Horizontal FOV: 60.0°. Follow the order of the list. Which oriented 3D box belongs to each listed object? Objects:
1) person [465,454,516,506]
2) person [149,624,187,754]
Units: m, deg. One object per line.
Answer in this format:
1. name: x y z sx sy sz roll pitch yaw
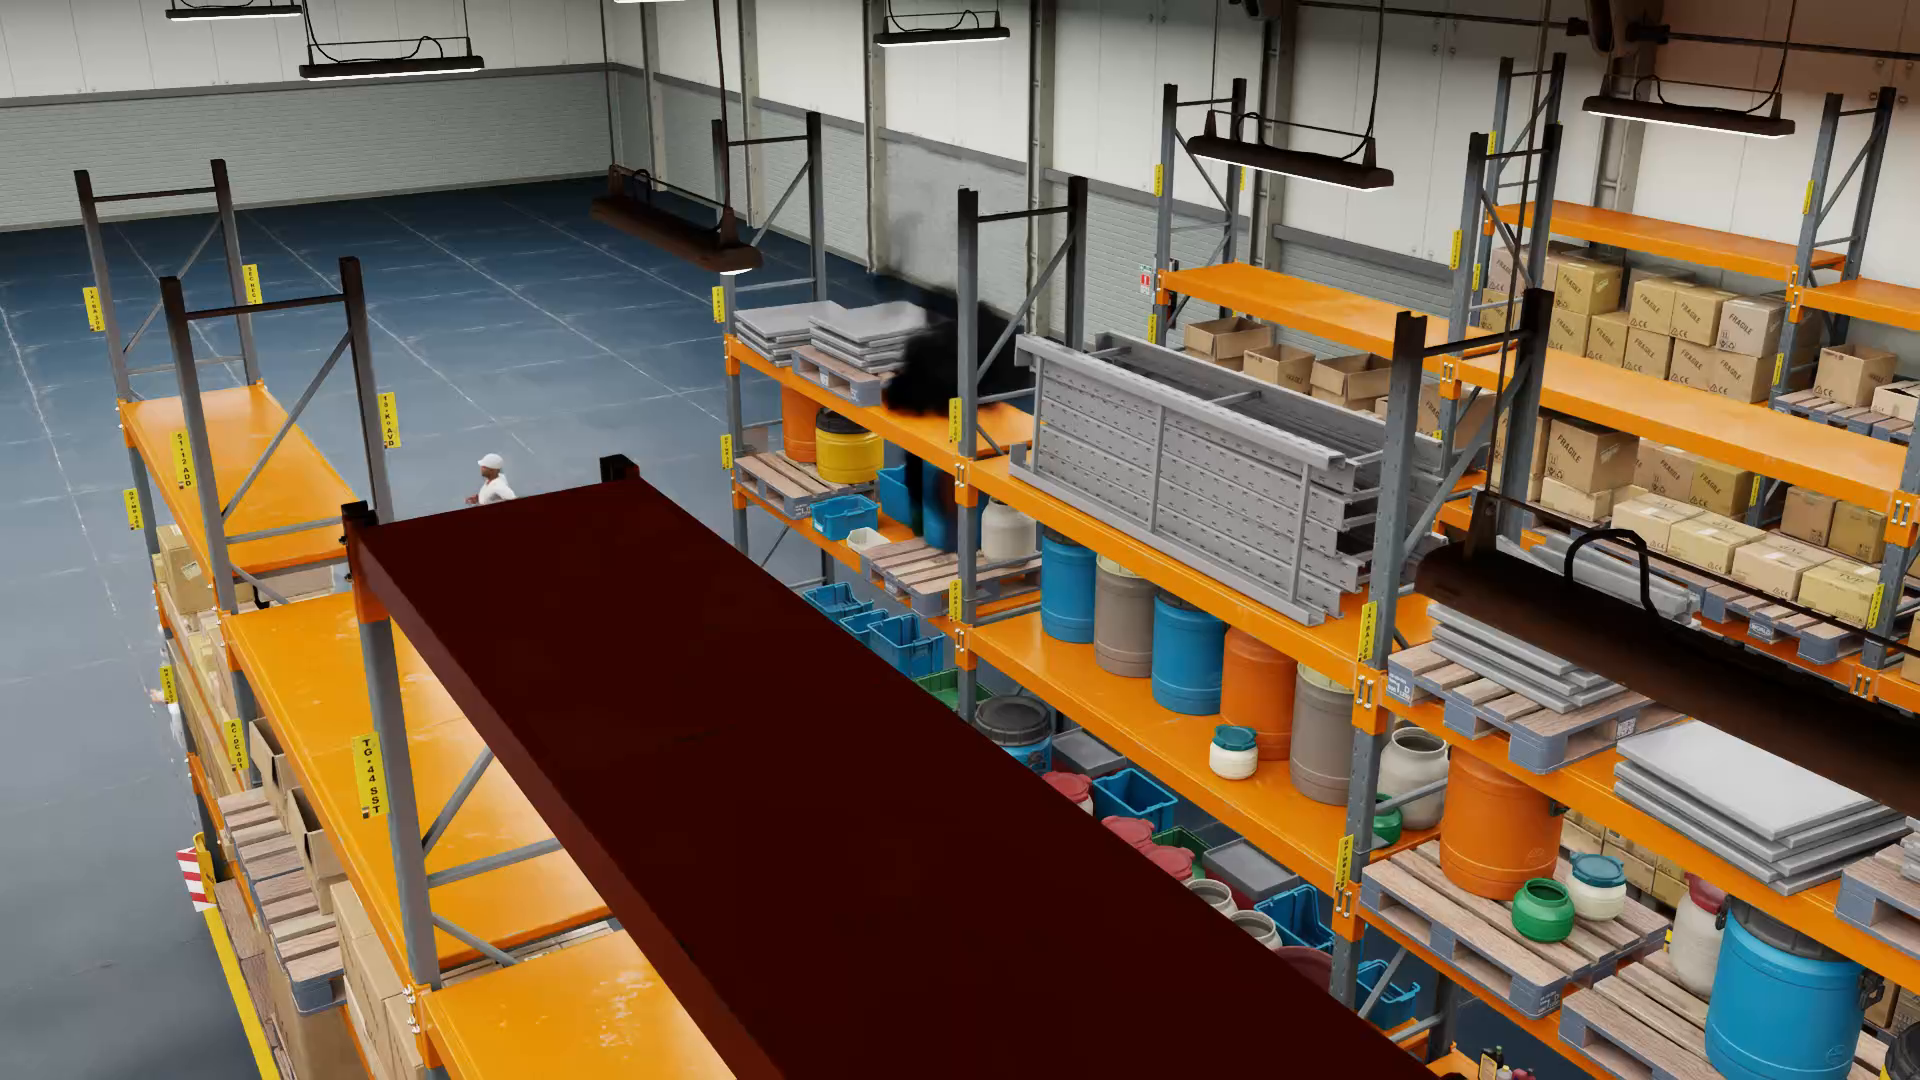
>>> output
1. person: -5.380 -0.160 19.348 0.962 1.771 0.679 -3 22 -8
2. person: -7.135 1.497 15.362 0.631 1.698 0.612 4 22 9
